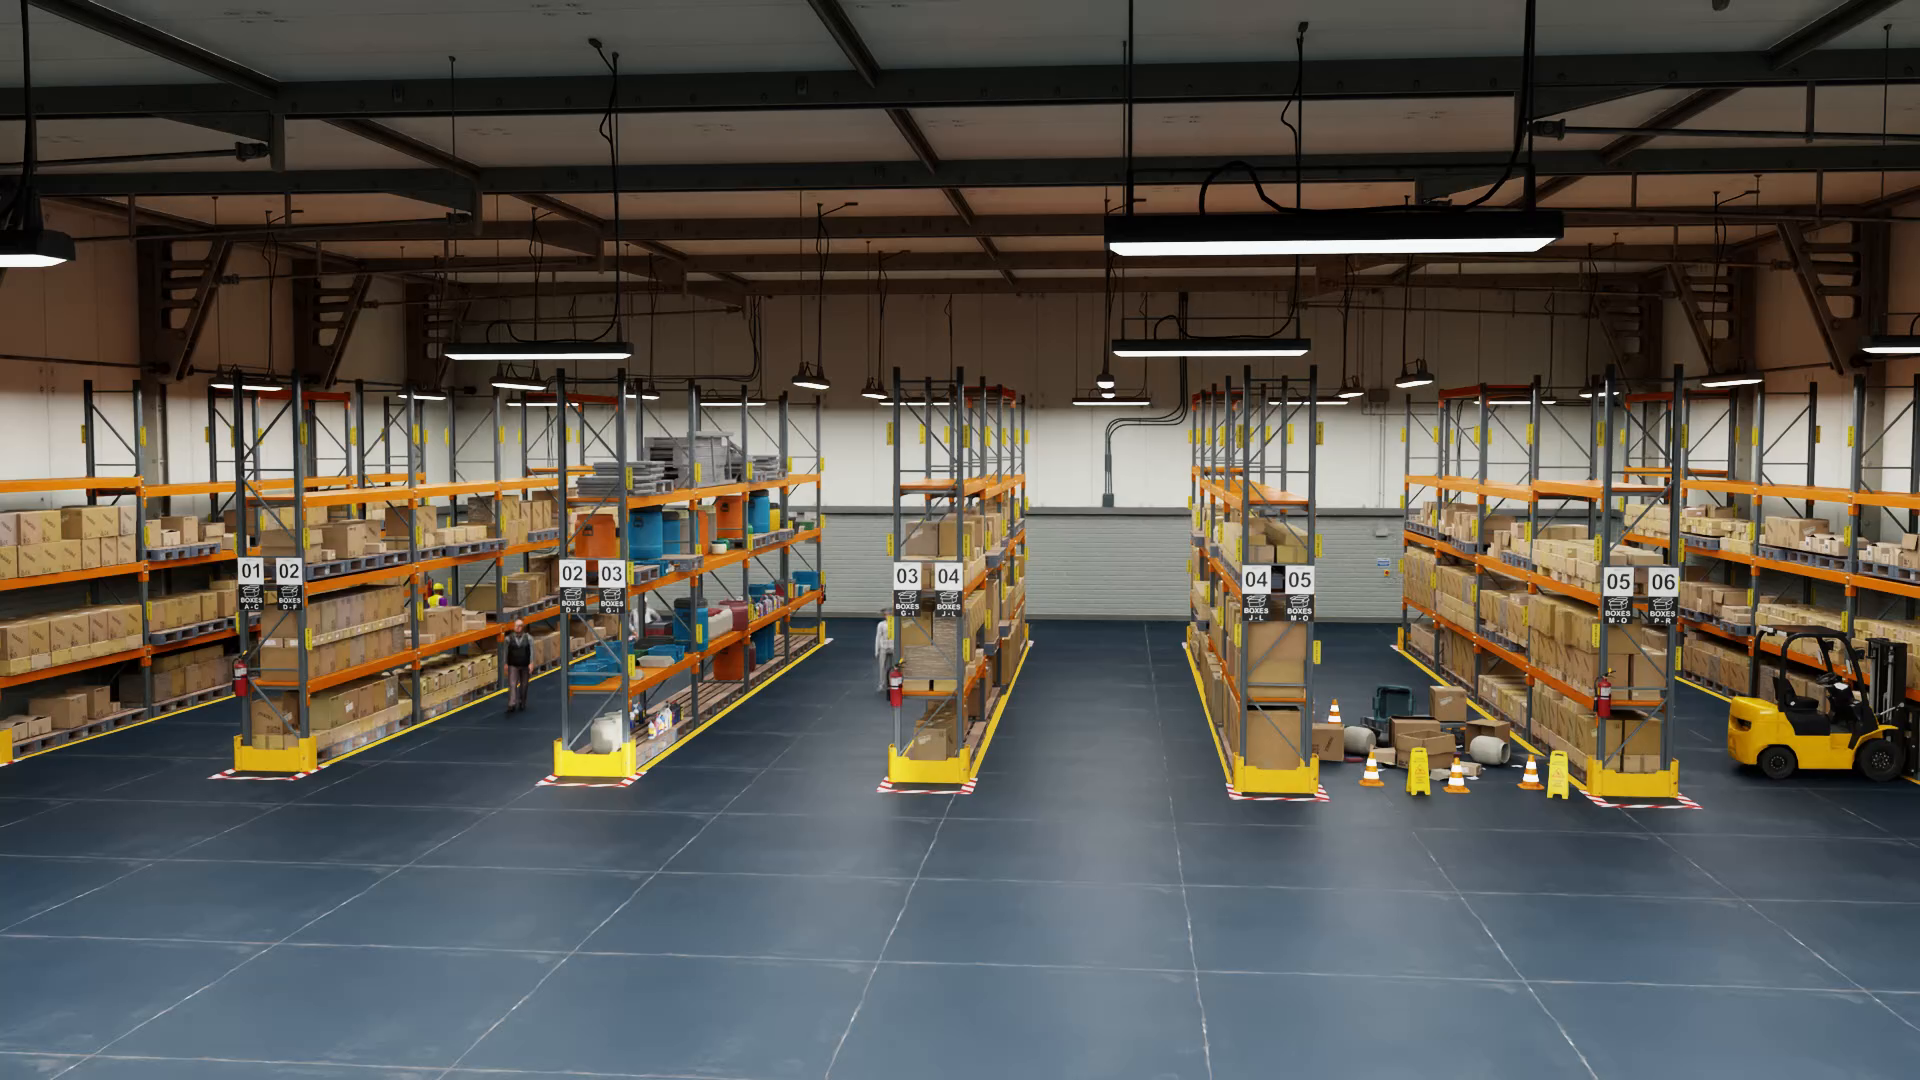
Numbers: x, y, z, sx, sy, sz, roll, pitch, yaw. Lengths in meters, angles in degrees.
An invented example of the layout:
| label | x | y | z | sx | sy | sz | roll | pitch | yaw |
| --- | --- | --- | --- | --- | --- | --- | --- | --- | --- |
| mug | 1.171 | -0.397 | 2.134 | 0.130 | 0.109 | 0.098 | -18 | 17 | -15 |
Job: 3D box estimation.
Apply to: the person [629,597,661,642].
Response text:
| label | x | y | z | sx | sy | sz | roll | pitch | yaw |
| --- | --- | --- | --- | --- | --- | --- | --- | --- | --- |
| person | -6.629 | 1.992 | 34.911 | 0.605 | 1.685 | 0.727 | 1 | 4 | 17 |

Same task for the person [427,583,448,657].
| label | x | y | z | sx | sy | sz | roll | pitch | yaw |
| --- | --- | --- | --- | --- | --- | --- | --- | --- | --- |
| person | -11.542 | 1.837 | 36.750 | 0.608 | 1.764 | 0.505 | 2 | 4 | 27 |

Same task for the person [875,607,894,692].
| label | x | y | z | sx | sy | sz | roll | pitch | yaw |
| --- | --- | --- | --- | --- | --- | --- | --- | --- | --- |
| person | -1.413 | 2.127 | 32.682 | 0.535 | 1.617 | 1.045 | 0 | 4 | 0 |

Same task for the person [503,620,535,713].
| label | x | y | z | sx | sy | sz | roll | pitch | yaw |
| --- | --- | --- | --- | --- | --- | --- | --- | --- | --- |
| person | -7.951 | 2.278 | 30.012 | 0.570 | 1.661 | 1.054 | -1 | 4 | -22 |
